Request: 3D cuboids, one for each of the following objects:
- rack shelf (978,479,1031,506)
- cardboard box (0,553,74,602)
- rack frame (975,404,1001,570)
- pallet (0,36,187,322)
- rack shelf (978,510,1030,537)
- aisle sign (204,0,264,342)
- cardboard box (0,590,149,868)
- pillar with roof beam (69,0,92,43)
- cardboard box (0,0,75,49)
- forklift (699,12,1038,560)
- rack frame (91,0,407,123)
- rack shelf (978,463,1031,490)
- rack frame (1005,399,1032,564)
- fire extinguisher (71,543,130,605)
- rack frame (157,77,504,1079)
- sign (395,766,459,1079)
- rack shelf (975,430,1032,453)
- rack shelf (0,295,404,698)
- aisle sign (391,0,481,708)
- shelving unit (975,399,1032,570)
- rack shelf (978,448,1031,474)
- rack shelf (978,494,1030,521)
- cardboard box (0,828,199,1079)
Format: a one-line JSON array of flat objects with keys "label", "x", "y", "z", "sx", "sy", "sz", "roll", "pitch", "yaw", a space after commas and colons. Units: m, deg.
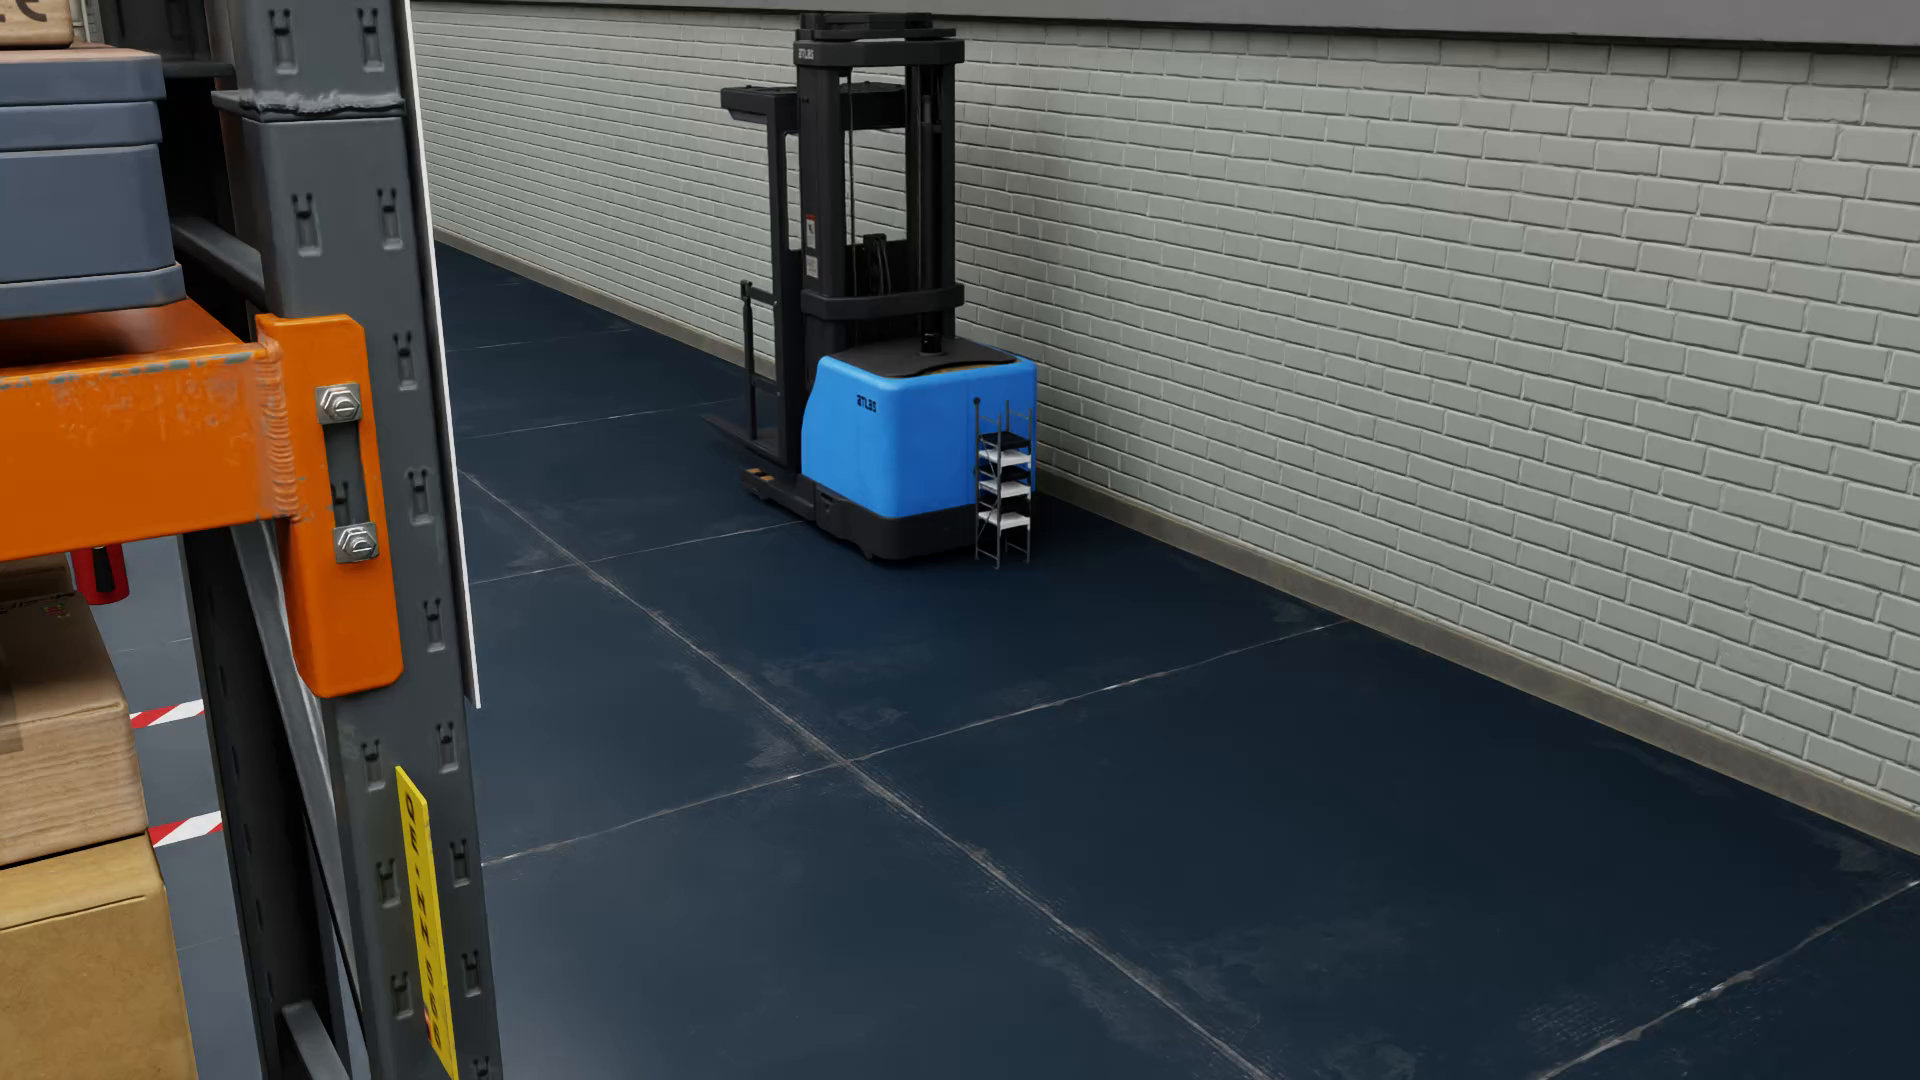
[{"label": "rack shelf", "x": 0.239, "y": -0.276, "z": 9.259, "sx": 0.200, "sy": 0.077, "sz": 0.258, "roll": -12, "pitch": 22, "yaw": -31}, {"label": "cardboard box", "x": -1.285, "y": 0.069, "z": 2.125, "sx": 0.250, "sy": 0.149, "sz": 0.380, "roll": -11, "pitch": 22, "yaw": -30}, {"label": "rack frame", "x": 0.154, "y": -0.290, "z": 9.196, "sx": 0.006, "sy": 0.900, "sz": 0.240, "roll": -12, "pitch": 22, "yaw": -31}, {"label": "pallet", "x": -1.450, "y": -0.336, "z": 1.510, "sx": 1.213, "sy": 0.211, "sz": 1.003, "roll": -12, "pitch": 22, "yaw": -31}, {"label": "rack shelf", "x": 0.239, "y": -0.105, "z": 9.317, "sx": 0.200, "sy": 0.077, "sz": 0.258, "roll": -12, "pitch": 22, "yaw": -31}, {"label": "aisle sign", "x": -0.935, "y": -0.412, "z": 2.222, "sx": 0.004, "sy": 0.787, "sz": 0.394, "roll": -12, "pitch": 22, "yaw": -31}, {"label": "cardboard box", "x": -1.026, "y": 0.198, "z": 1.746, "sx": 0.250, "sy": 0.149, "sz": 0.380, "roll": -12, "pitch": 22, "yaw": -31}, {"label": "pillar with roof beam", "x": -10.312, "y": -8.114, "z": 19.693, "sx": 0.400, "sy": 9.000, "sz": 9.100, "roll": -12, "pitch": 22, "yaw": -31}, {"label": "cardboard box", "x": -1.162, "y": -0.584, "z": 1.526, "sx": 0.500, "sy": 0.250, "sz": 0.500, "roll": -14, "pitch": 23, "yaw": -36}, {"label": "forklift", "x": -0.750, "y": -1.698, "z": 10.192, "sx": 1.130, "sy": 2.935, "sz": 3.031, "roll": -11, "pitch": 22, "yaw": -30}, {"label": "rack frame", "x": -0.836, "y": -1.933, "z": 1.411, "sx": 0.127, "sy": 3.000, "sz": 1.000, "roll": -12, "pitch": 22, "yaw": -31}, {"label": "rack shelf", "x": 0.239, "y": -0.361, "z": 9.230, "sx": 0.200, "sy": 0.077, "sz": 0.258, "roll": -12, "pitch": 22, "yaw": -31}, {"label": "rack frame", "x": 0.324, "y": -0.325, "z": 9.301, "sx": 0.006, "sy": 0.900, "sz": 0.240, "roll": -12, "pitch": 22, "yaw": -31}, {"label": "fire extinguisher", "x": -3.179, "y": -0.105, "z": 6.073, "sx": 0.183, "sy": 0.674, "sz": 0.296, "roll": -12, "pitch": 22, "yaw": -31}, {"label": "rack frame", "x": -0.836, "y": 0.909, "z": 2.371, "sx": 0.127, "sy": 3.000, "sz": 1.000, "roll": -12, "pitch": 22, "yaw": -31}, {"label": "sign", "x": -0.549, "y": 0.396, "z": 1.712, "sx": 0.005, "sy": 0.325, "sz": 0.100, "roll": -12, "pitch": 22, "yaw": -31}, {"label": "rack shelf", "x": 0.239, "y": -0.531, "z": 9.173, "sx": 0.200, "sy": 0.077, "sz": 0.258, "roll": -12, "pitch": 22, "yaw": -31}, {"label": "rack shelf", "x": -2.506, "y": 0.181, "z": 0.964, "sx": 4.000, "sy": 0.370, "sz": 1.077, "roll": -12, "pitch": 22, "yaw": -31}, {"label": "aisle sign", "x": -0.605, "y": -0.252, "z": 1.747, "sx": 0.004, "sy": 0.787, "sz": 0.394, "roll": -12, "pitch": 22, "yaw": -31}, {"label": "shelving unit", "x": 0.239, "y": -0.307, "z": 9.249, "sx": 0.210, "sy": 0.900, "sz": 0.258, "roll": -12, "pitch": 22, "yaw": -31}, {"label": "rack shelf", "x": 0.239, "y": -0.446, "z": 9.202, "sx": 0.200, "sy": 0.077, "sz": 0.258, "roll": -12, "pitch": 22, "yaw": -31}, {"label": "rack shelf", "x": 0.239, "y": -0.190, "z": 9.288, "sx": 0.200, "sy": 0.077, "sz": 0.258, "roll": -12, "pitch": 22, "yaw": -31}, {"label": "cardboard box", "x": -1.108, "y": 0.537, "z": 1.756, "sx": 0.500, "sy": 0.500, "sz": 0.500, "roll": -11, "pitch": 22, "yaw": -30}]
